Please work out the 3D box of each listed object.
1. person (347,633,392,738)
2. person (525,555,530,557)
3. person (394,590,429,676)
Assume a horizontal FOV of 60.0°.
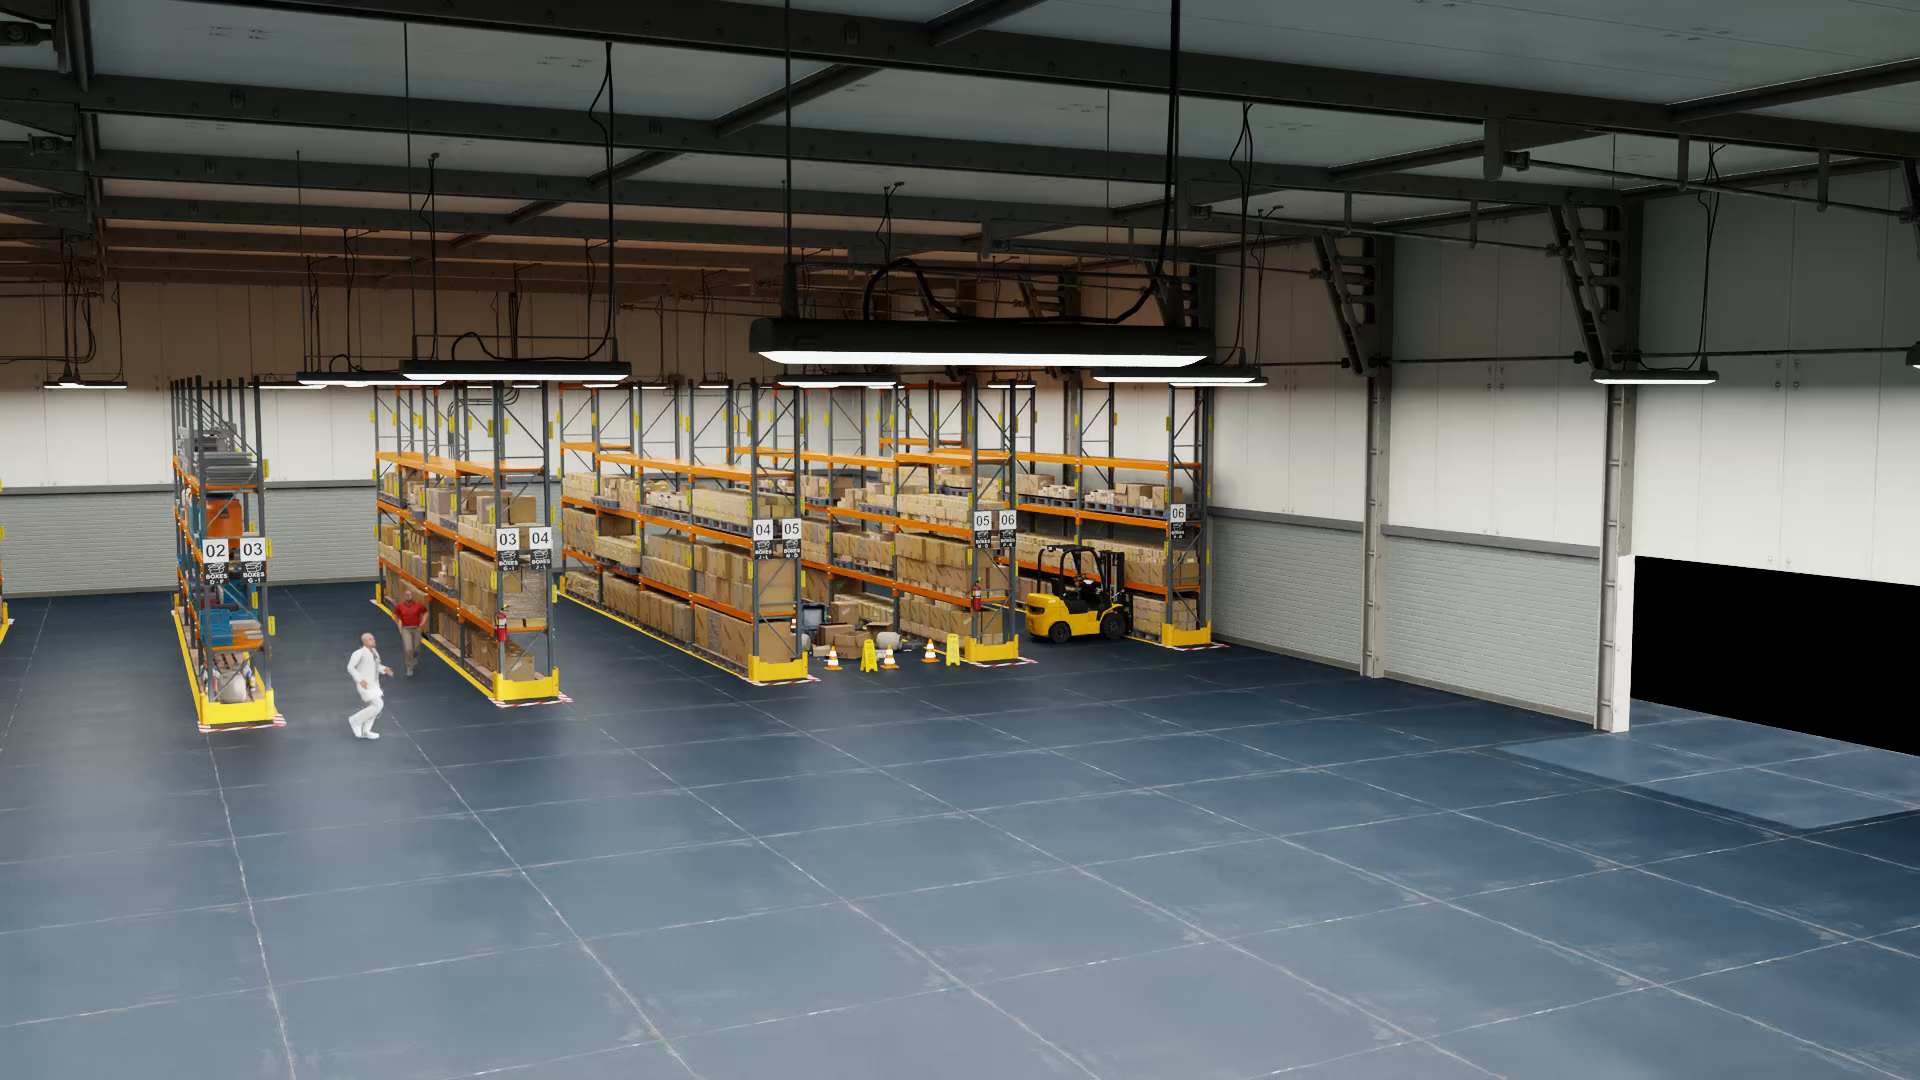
[{"bbox_3d":[-9.752,2.408,27.531,0.654,1.746,0.693,0,5,3],"label":"person"},{"bbox_3d":[-12.453,0.774,46.688,0.740,1.615,0.528,2,5,19],"label":"person"},{"bbox_3d":[-11.169,1.877,33.874,0.671,1.757,0.735,-2,5,-18],"label":"person"}]
